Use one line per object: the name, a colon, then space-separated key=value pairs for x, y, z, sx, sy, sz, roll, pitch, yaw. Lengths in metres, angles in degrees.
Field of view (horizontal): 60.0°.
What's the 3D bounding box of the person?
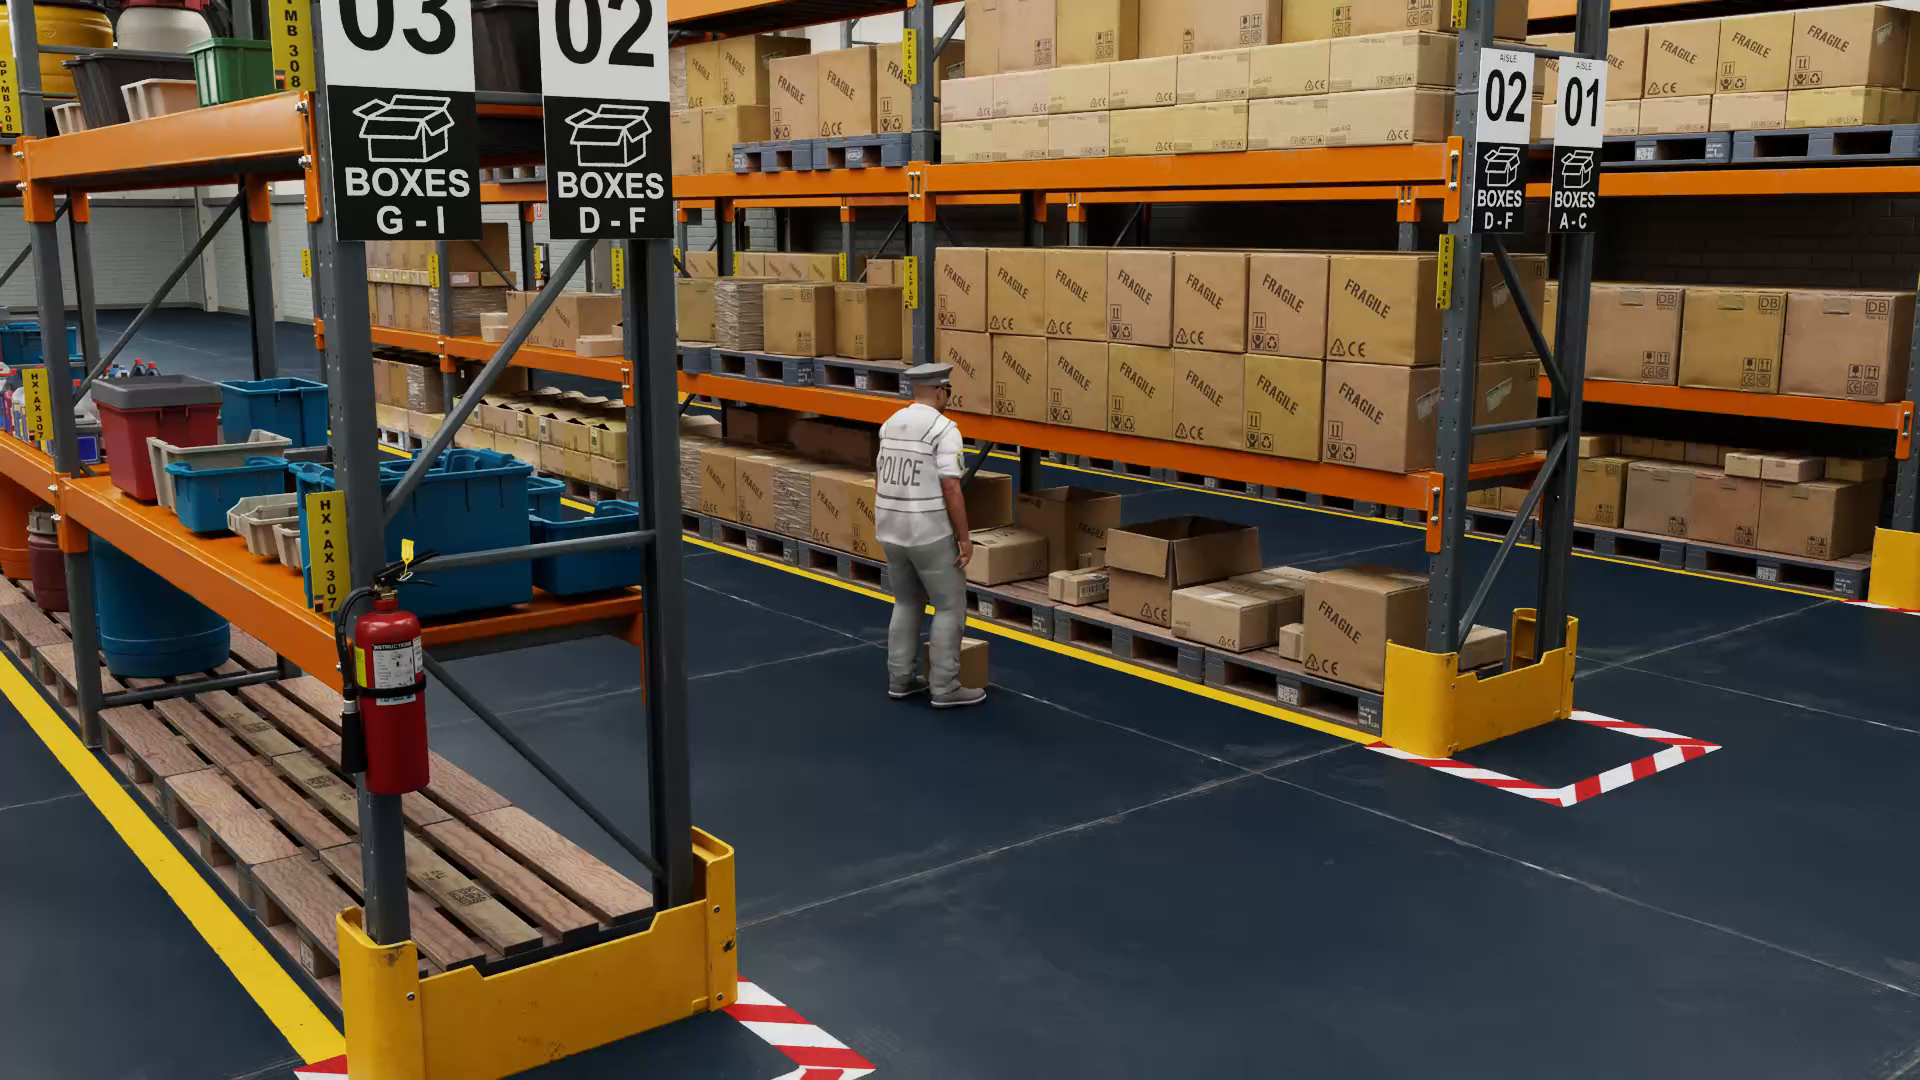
person: x=-0.191 y=-0.026 z=8.544 sx=0.585 sy=1.747 sz=0.439 roll=9 pitch=14 yaw=41
